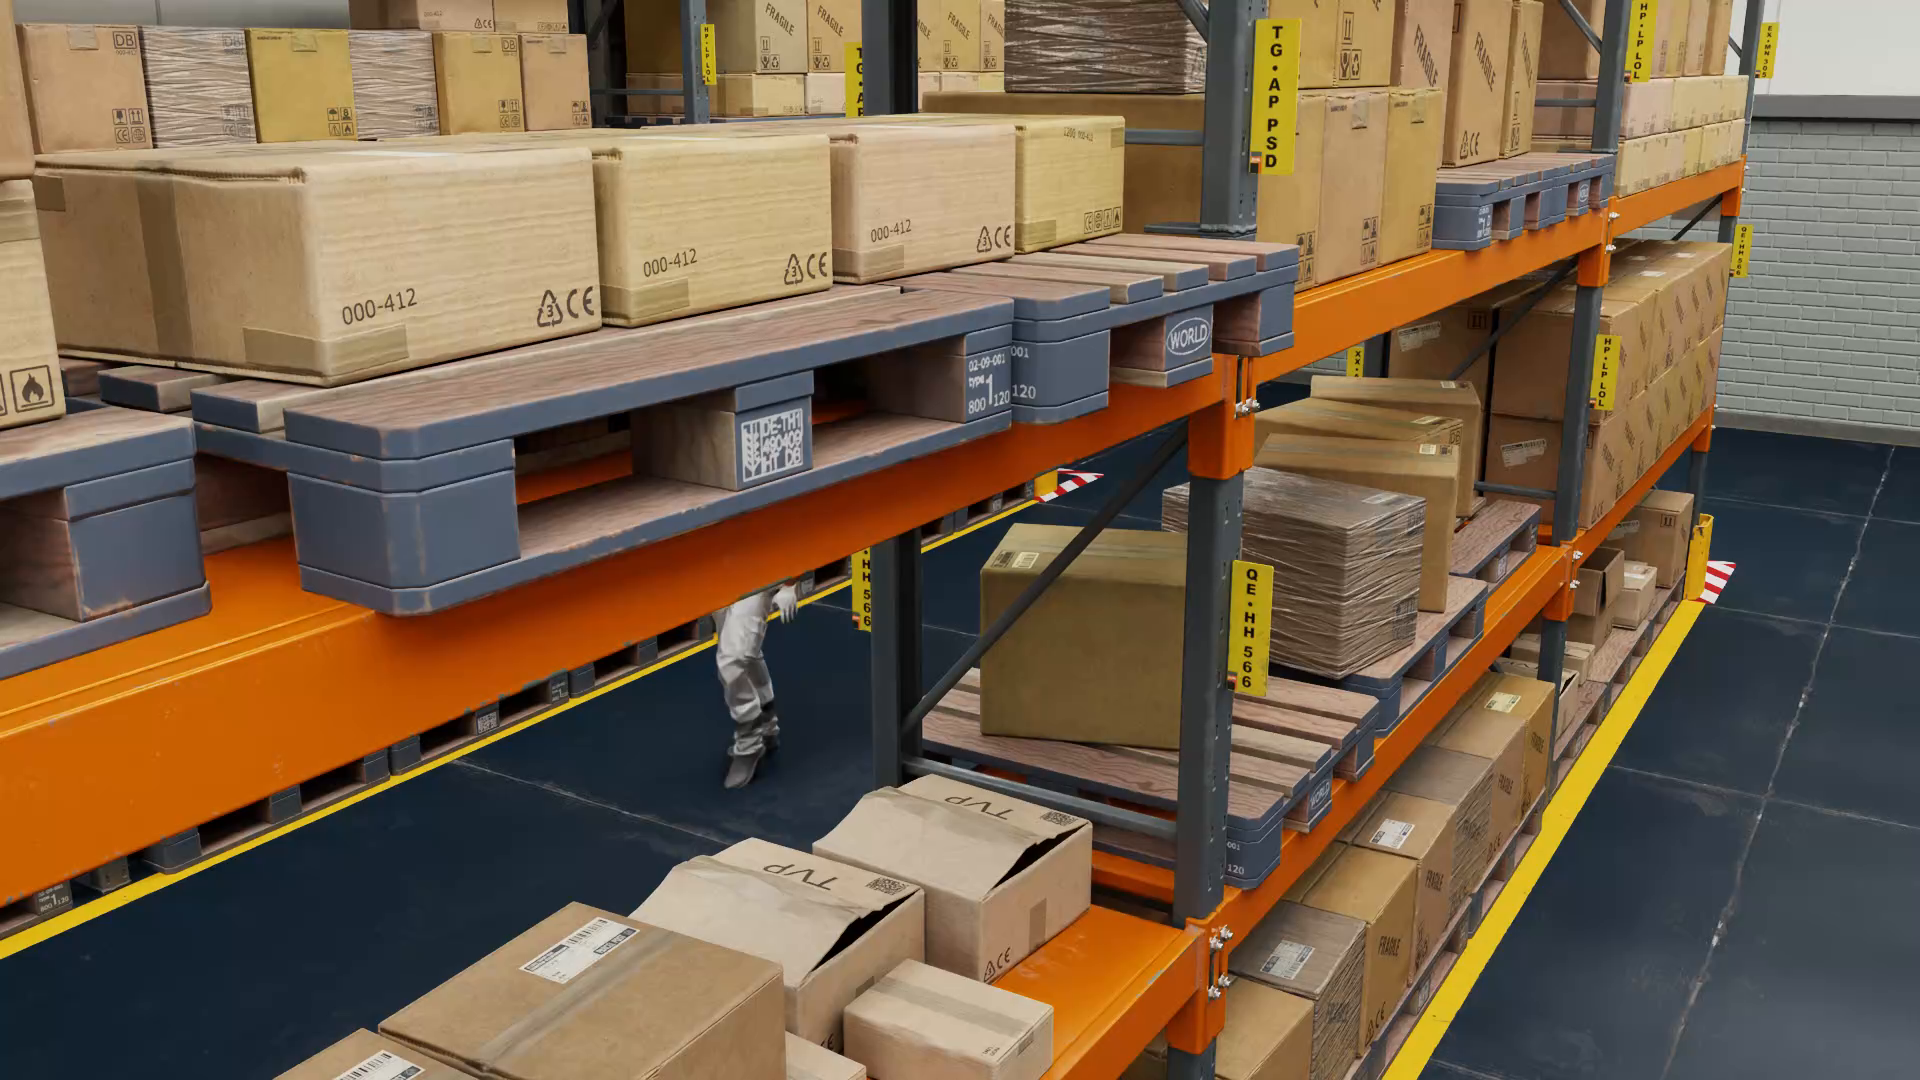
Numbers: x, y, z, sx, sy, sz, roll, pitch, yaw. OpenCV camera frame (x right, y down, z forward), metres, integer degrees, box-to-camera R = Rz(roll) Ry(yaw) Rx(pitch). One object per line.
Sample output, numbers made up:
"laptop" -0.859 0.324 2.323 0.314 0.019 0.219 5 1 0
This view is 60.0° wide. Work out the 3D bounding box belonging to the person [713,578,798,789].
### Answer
"person" -1.081 0.269 8.057 0.537 1.838 0.502 14 21 40
